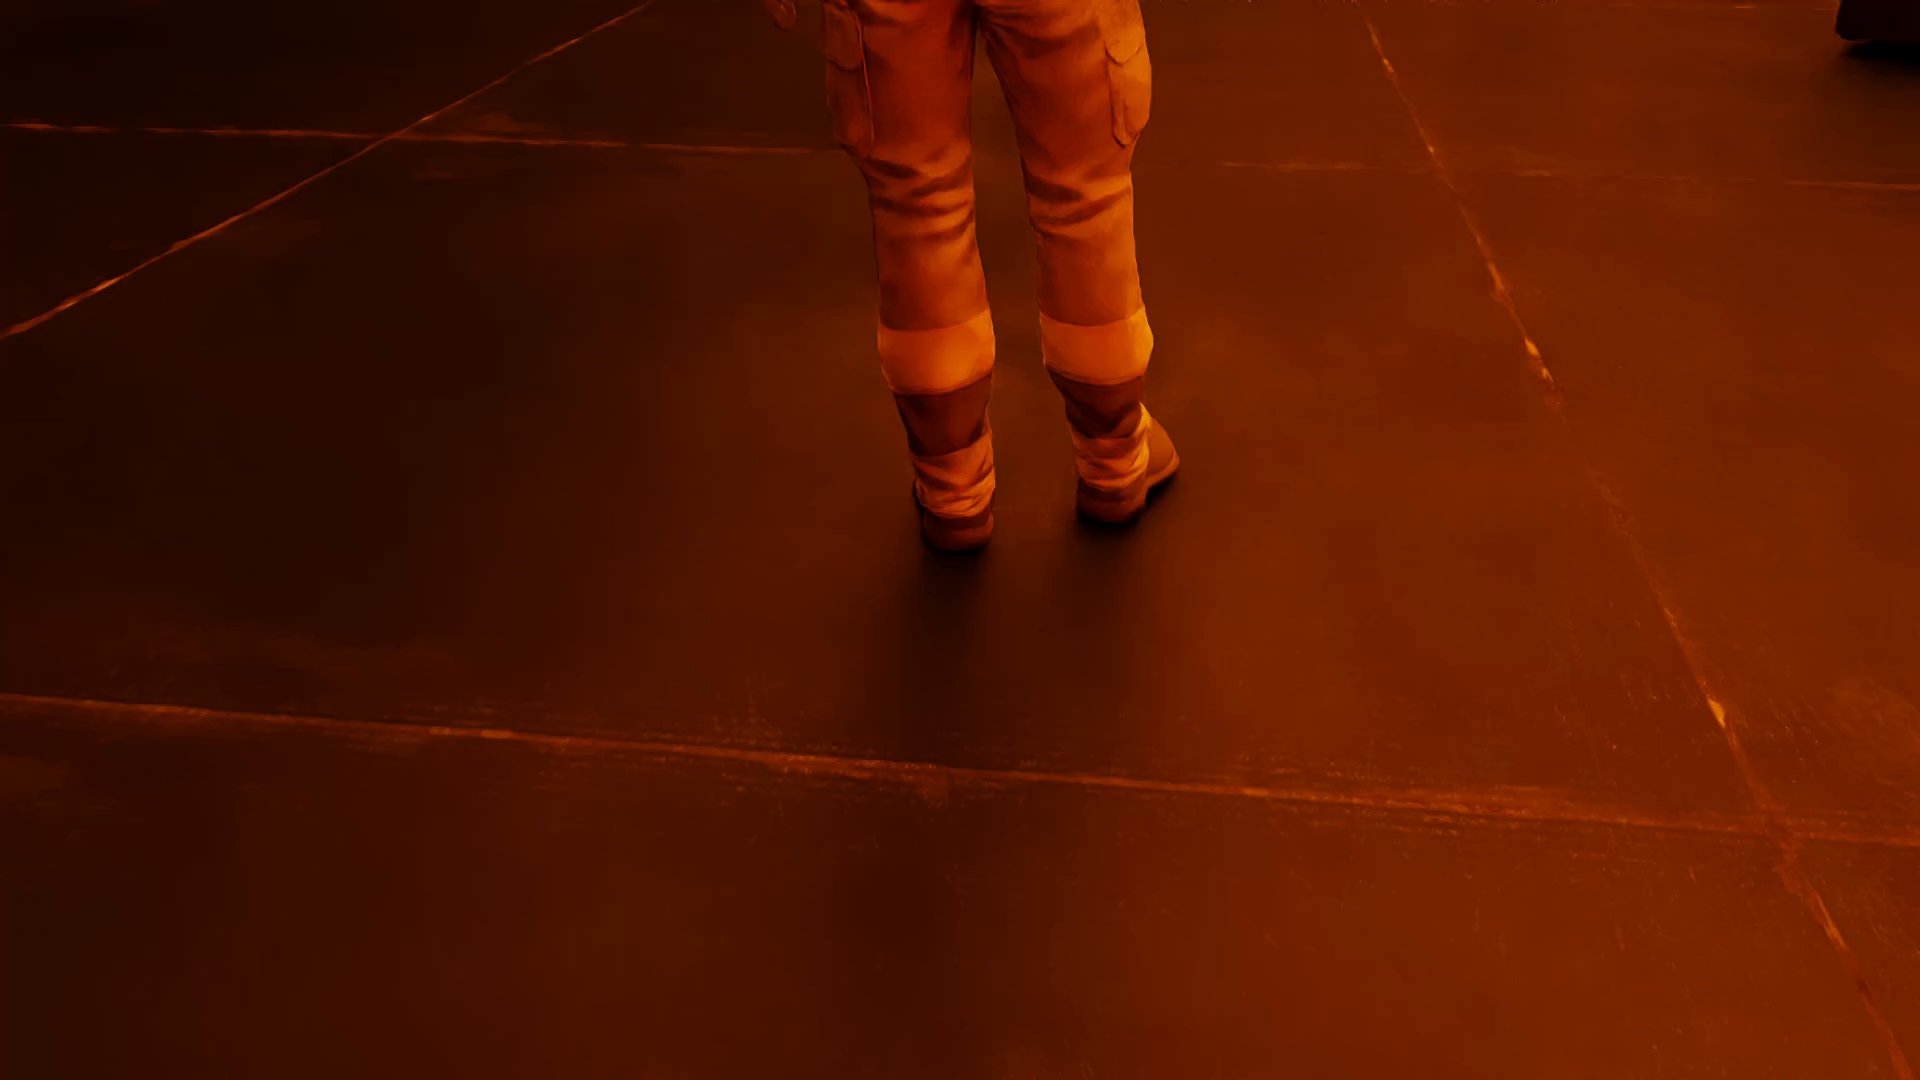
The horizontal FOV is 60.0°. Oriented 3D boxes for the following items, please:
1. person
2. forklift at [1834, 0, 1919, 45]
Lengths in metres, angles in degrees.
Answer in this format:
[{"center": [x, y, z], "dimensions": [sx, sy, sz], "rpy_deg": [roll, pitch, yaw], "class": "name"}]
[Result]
[{"center": [0.021, -0.842, 2.167], "dimensions": [0.637, 1.787, 0.563], "rpy_deg": [3, 27, 7], "class": "person"}, {"center": [4.551, -3.399, 6.031], "dimensions": [1.130, 2.935, 3.031], "rpy_deg": [23, 35, 38], "class": "forklift"}]
